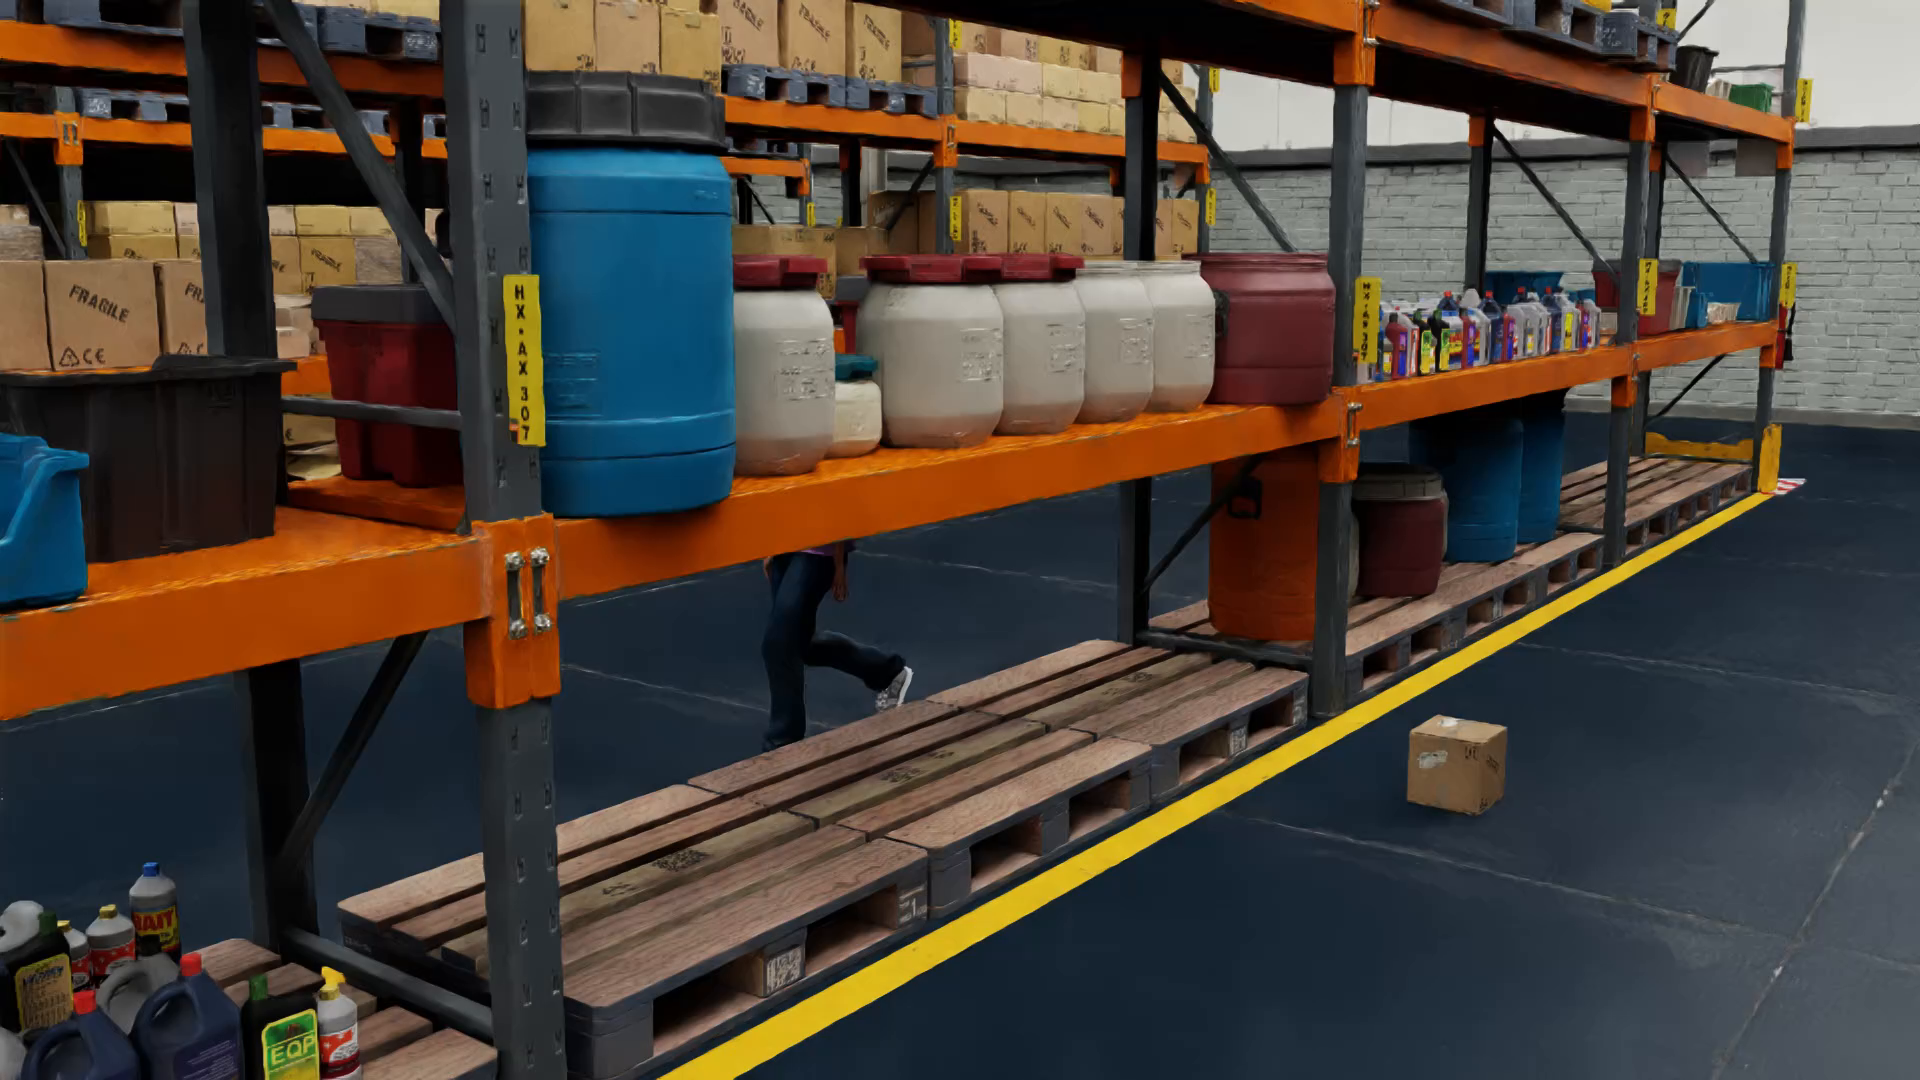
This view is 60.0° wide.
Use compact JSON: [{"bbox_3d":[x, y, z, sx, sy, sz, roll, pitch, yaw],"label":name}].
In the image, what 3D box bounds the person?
[{"bbox_3d":[-0.497,0.031,5.832,0.801,1.558,0.424,-6,12,-33],"label":"person"}]
